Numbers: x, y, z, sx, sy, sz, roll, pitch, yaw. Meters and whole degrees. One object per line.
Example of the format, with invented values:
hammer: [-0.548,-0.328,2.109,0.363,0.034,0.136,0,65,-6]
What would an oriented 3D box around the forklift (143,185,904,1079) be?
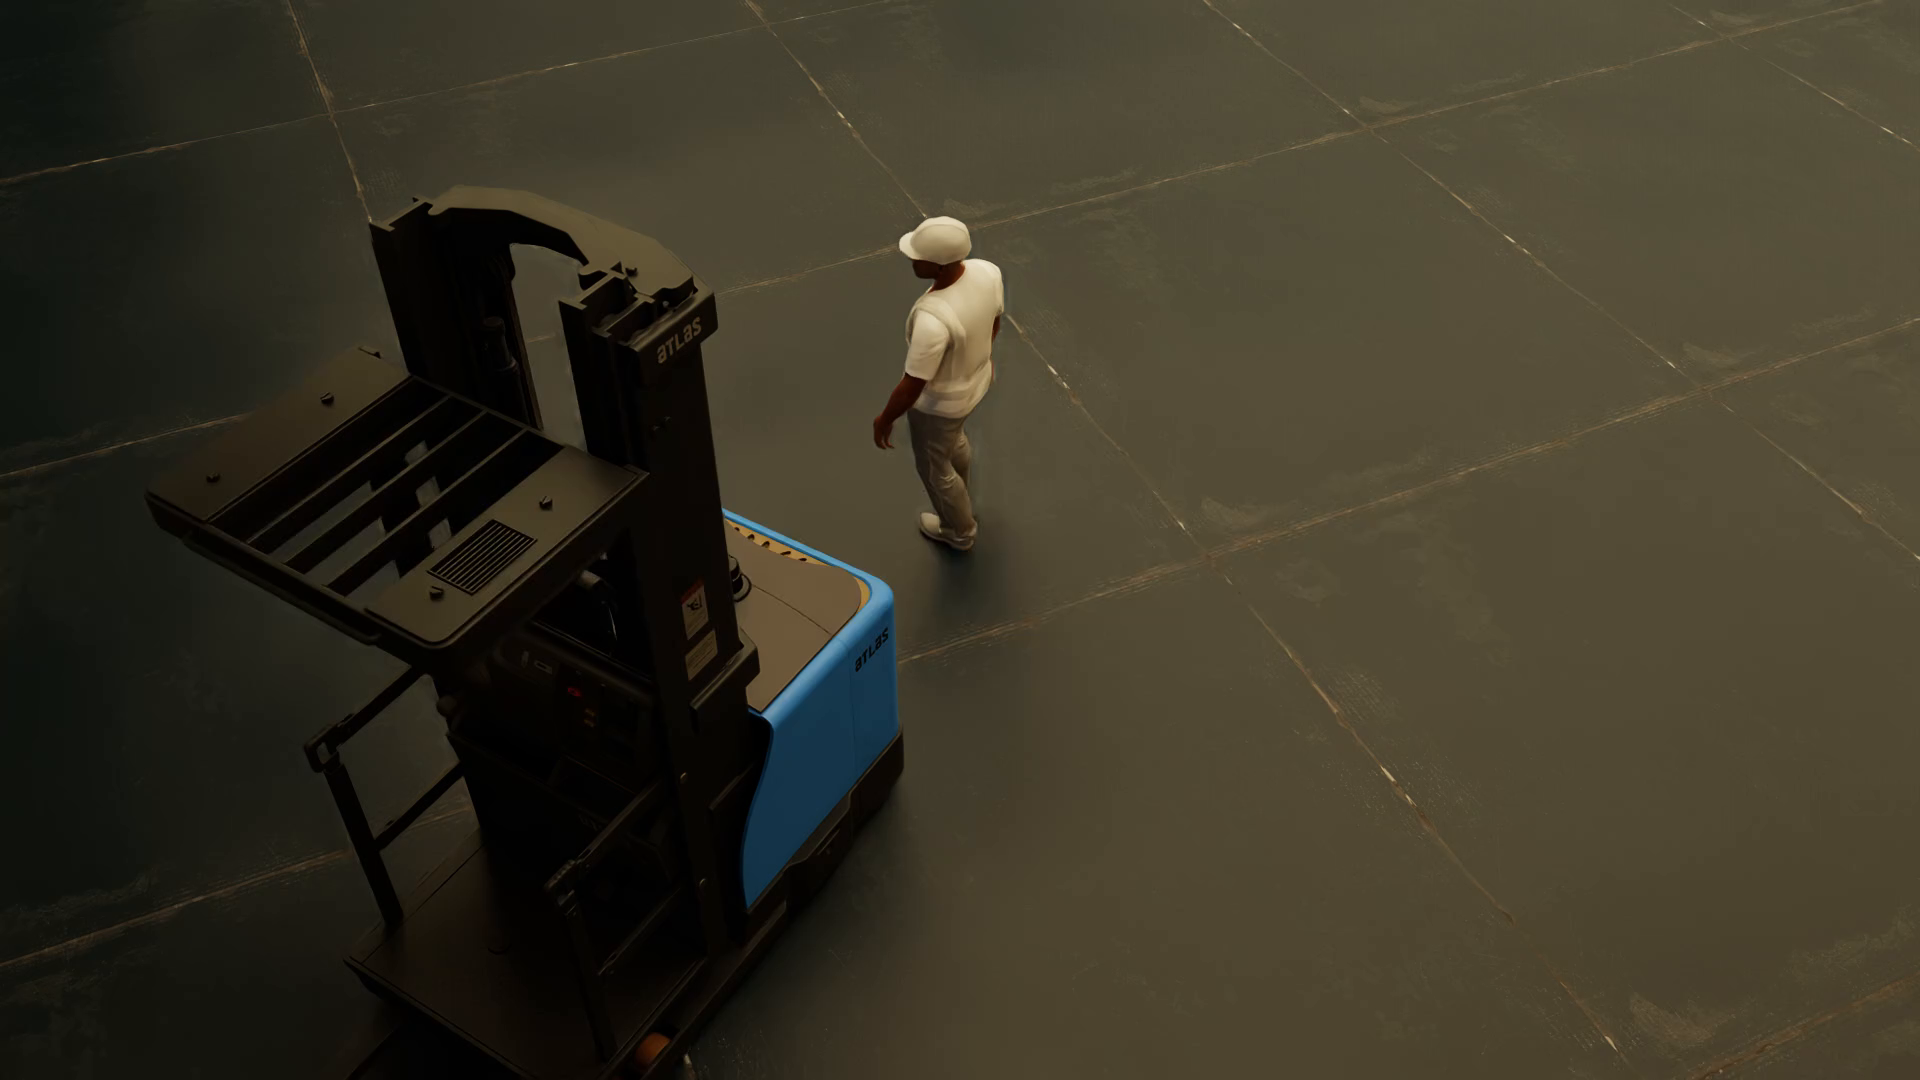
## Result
forklift: [-1.437,0.555,5.086,1.130,2.935,3.031,23,48,23]

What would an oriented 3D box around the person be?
person: [-0.104,-0.668,7.269,0.474,1.762,0.716,19,46,20]
